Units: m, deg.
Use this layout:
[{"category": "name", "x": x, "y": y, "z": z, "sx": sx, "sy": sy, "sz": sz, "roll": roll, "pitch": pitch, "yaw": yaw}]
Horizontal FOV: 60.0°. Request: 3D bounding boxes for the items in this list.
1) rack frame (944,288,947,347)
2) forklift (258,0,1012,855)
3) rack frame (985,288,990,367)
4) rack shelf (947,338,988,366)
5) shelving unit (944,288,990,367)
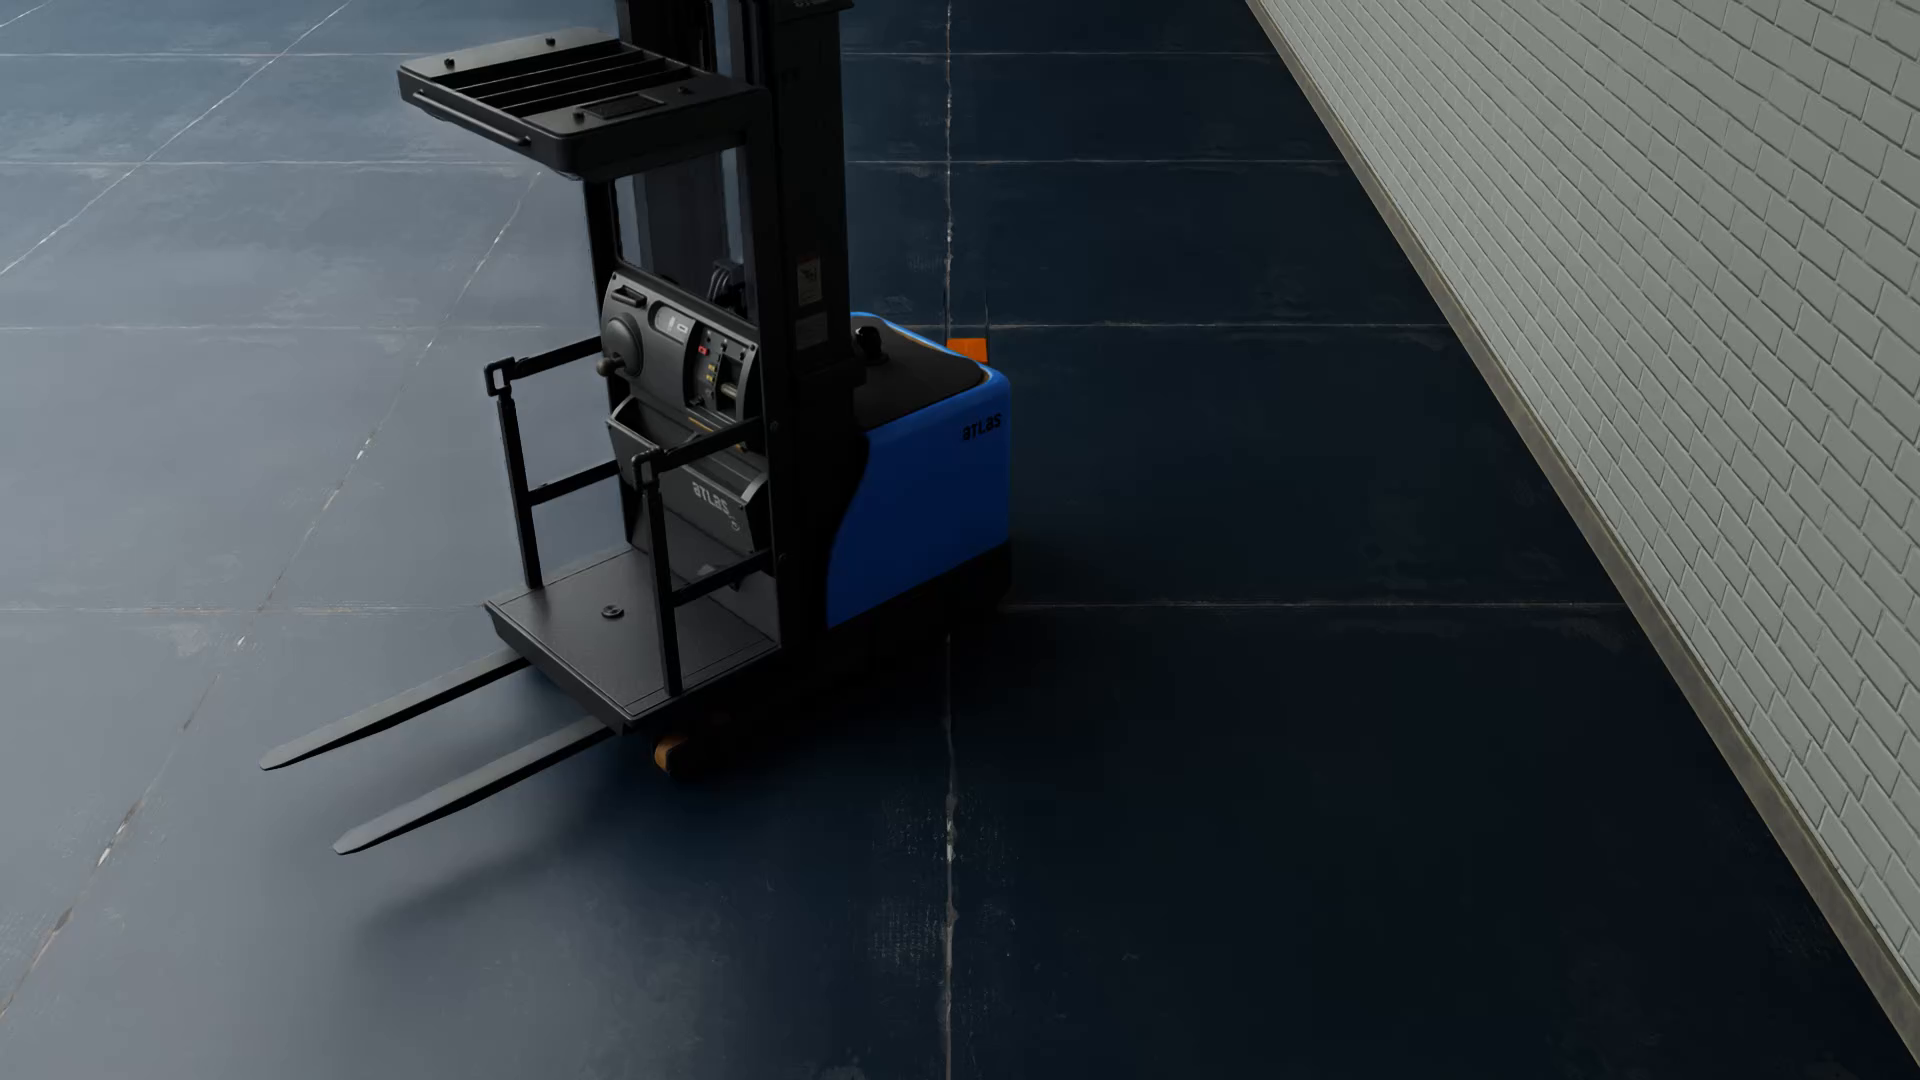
[{"category": "rack frame", "x": -0.063, "y": -0.522, "z": 7.452, "sx": 0.006, "sy": 1.200, "sz": 0.240, "roll": -1, "pitch": 31, "yaw": -2}, {"category": "forklift", "x": -1.199, "y": -0.667, "z": 6.024, "sx": 3.031, "sy": 2.935, "sz": 1.130, "roll": -26, "pitch": 40, "yaw": -36}, {"category": "rack frame", "x": 0.120, "y": -0.525, "z": 7.457, "sx": 0.006, "sy": 1.200, "sz": 0.240, "roll": -1, "pitch": 31, "yaw": -2}, {"category": "rack shelf", "x": 0.028, "y": -0.793, "z": 7.290, "sx": 0.180, "sy": 0.103, "sz": 0.258, "roll": -1, "pitch": 31, "yaw": -2}, {"category": "shelving unit", "x": 0.029, "y": -0.523, "z": 7.454, "sx": 0.189, "sy": 1.200, "sz": 0.258, "roll": -1, "pitch": 31, "yaw": -2}]
